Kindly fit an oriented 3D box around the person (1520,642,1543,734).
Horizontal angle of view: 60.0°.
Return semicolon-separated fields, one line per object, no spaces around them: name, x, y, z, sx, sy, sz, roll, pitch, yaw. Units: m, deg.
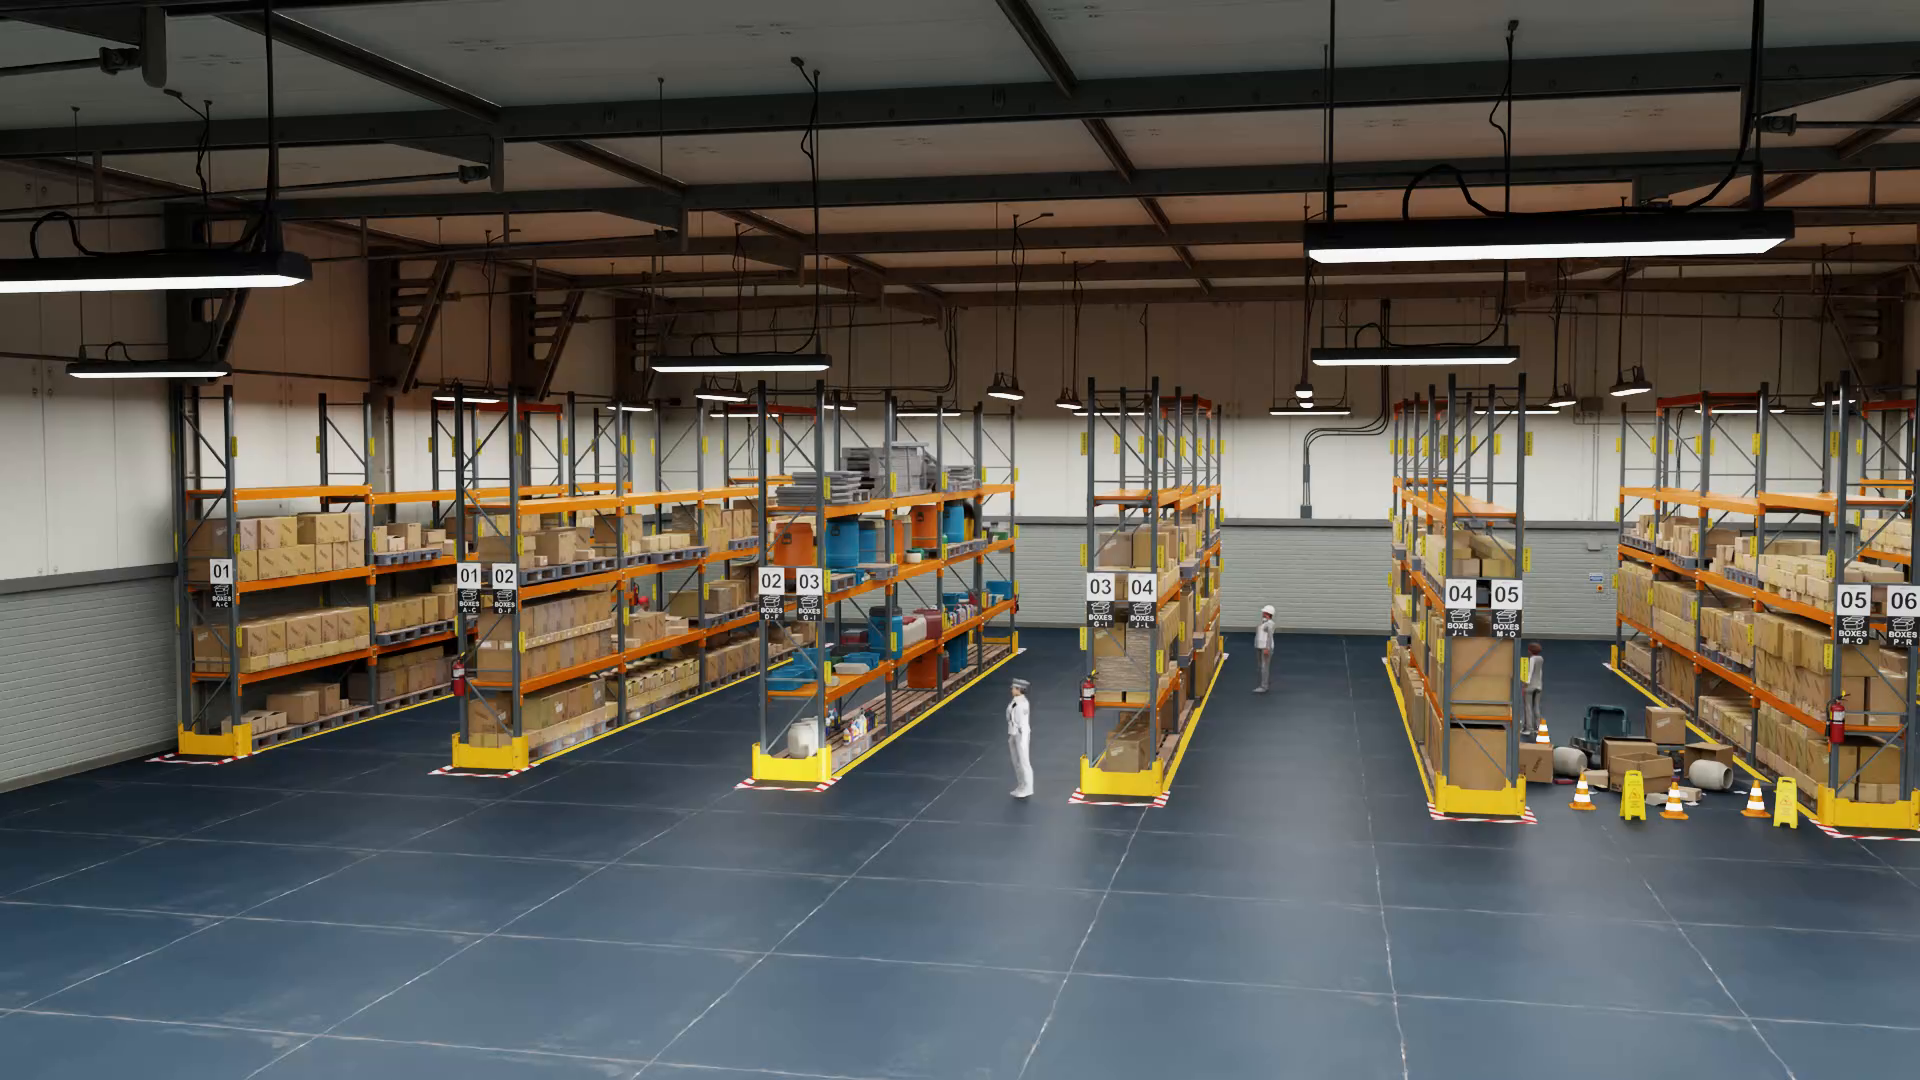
person;9.988;2.705;29.061;0.455;1.385;0.347;-1;3;-20

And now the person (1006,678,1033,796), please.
person;0.852;2.839;23.827;0.373;1.716;0.574;-1;3;-19

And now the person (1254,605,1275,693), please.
person;6.182;2.220;34.047;0.573;1.763;0.537;-1;4;-24

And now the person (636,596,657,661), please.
person;-6.754;2.103;35.969;0.465;1.791;0.615;3;4;44
